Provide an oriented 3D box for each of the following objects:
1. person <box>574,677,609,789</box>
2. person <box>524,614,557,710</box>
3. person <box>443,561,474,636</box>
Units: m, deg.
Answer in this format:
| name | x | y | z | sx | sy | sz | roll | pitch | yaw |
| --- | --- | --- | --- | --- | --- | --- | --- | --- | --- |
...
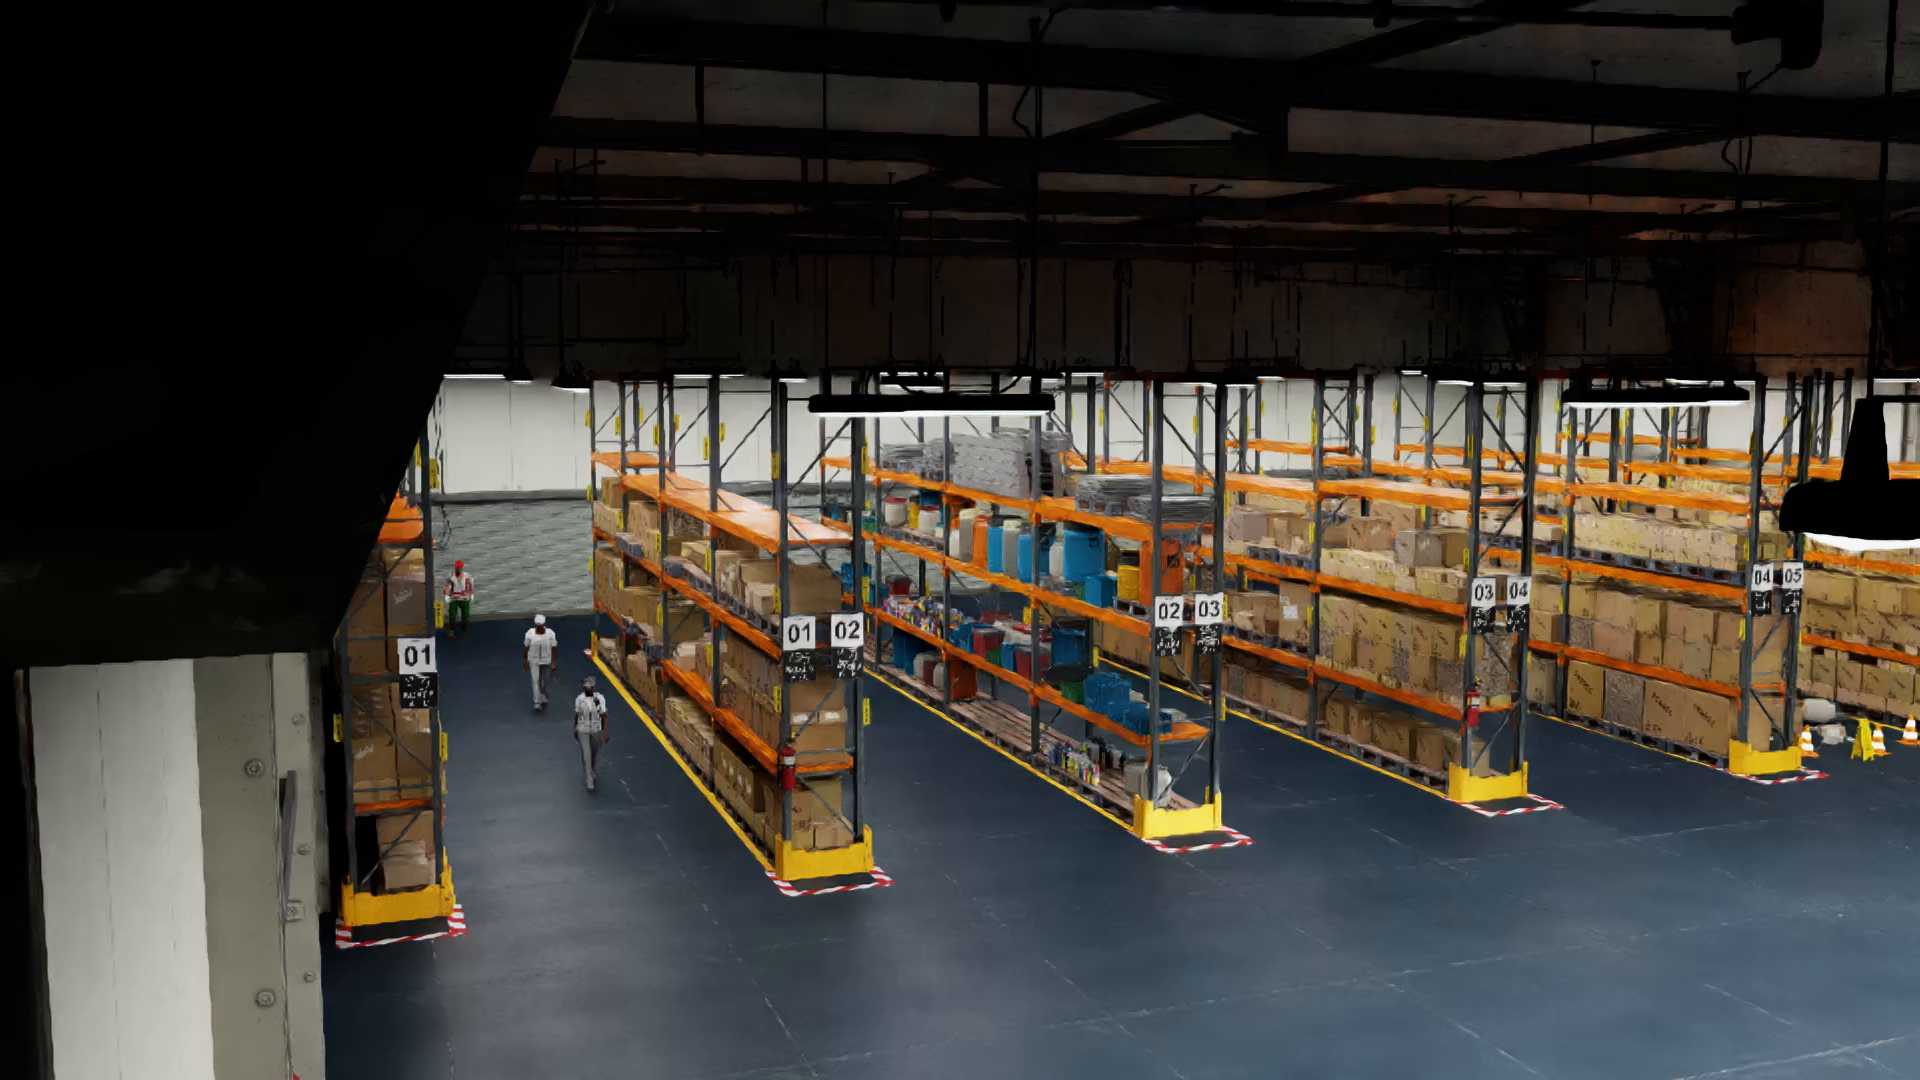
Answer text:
| name | x | y | z | sx | sy | sz | roll | pitch | yaw |
| --- | --- | --- | --- | --- | --- | --- | --- | --- | --- |
| person | -5.420 | 2.789 | 24.475 | 0.463 | 1.625 | 0.989 | -2 | 7 | -21 |
| person | -7.513 | 2.154 | 29.841 | 0.575 | 1.689 | 1.128 | -3 | 7 | -23 |
| person | -11.231 | 1.316 | 37.283 | 0.677 | 1.742 | 0.552 | -3 | 7 | -22 |
